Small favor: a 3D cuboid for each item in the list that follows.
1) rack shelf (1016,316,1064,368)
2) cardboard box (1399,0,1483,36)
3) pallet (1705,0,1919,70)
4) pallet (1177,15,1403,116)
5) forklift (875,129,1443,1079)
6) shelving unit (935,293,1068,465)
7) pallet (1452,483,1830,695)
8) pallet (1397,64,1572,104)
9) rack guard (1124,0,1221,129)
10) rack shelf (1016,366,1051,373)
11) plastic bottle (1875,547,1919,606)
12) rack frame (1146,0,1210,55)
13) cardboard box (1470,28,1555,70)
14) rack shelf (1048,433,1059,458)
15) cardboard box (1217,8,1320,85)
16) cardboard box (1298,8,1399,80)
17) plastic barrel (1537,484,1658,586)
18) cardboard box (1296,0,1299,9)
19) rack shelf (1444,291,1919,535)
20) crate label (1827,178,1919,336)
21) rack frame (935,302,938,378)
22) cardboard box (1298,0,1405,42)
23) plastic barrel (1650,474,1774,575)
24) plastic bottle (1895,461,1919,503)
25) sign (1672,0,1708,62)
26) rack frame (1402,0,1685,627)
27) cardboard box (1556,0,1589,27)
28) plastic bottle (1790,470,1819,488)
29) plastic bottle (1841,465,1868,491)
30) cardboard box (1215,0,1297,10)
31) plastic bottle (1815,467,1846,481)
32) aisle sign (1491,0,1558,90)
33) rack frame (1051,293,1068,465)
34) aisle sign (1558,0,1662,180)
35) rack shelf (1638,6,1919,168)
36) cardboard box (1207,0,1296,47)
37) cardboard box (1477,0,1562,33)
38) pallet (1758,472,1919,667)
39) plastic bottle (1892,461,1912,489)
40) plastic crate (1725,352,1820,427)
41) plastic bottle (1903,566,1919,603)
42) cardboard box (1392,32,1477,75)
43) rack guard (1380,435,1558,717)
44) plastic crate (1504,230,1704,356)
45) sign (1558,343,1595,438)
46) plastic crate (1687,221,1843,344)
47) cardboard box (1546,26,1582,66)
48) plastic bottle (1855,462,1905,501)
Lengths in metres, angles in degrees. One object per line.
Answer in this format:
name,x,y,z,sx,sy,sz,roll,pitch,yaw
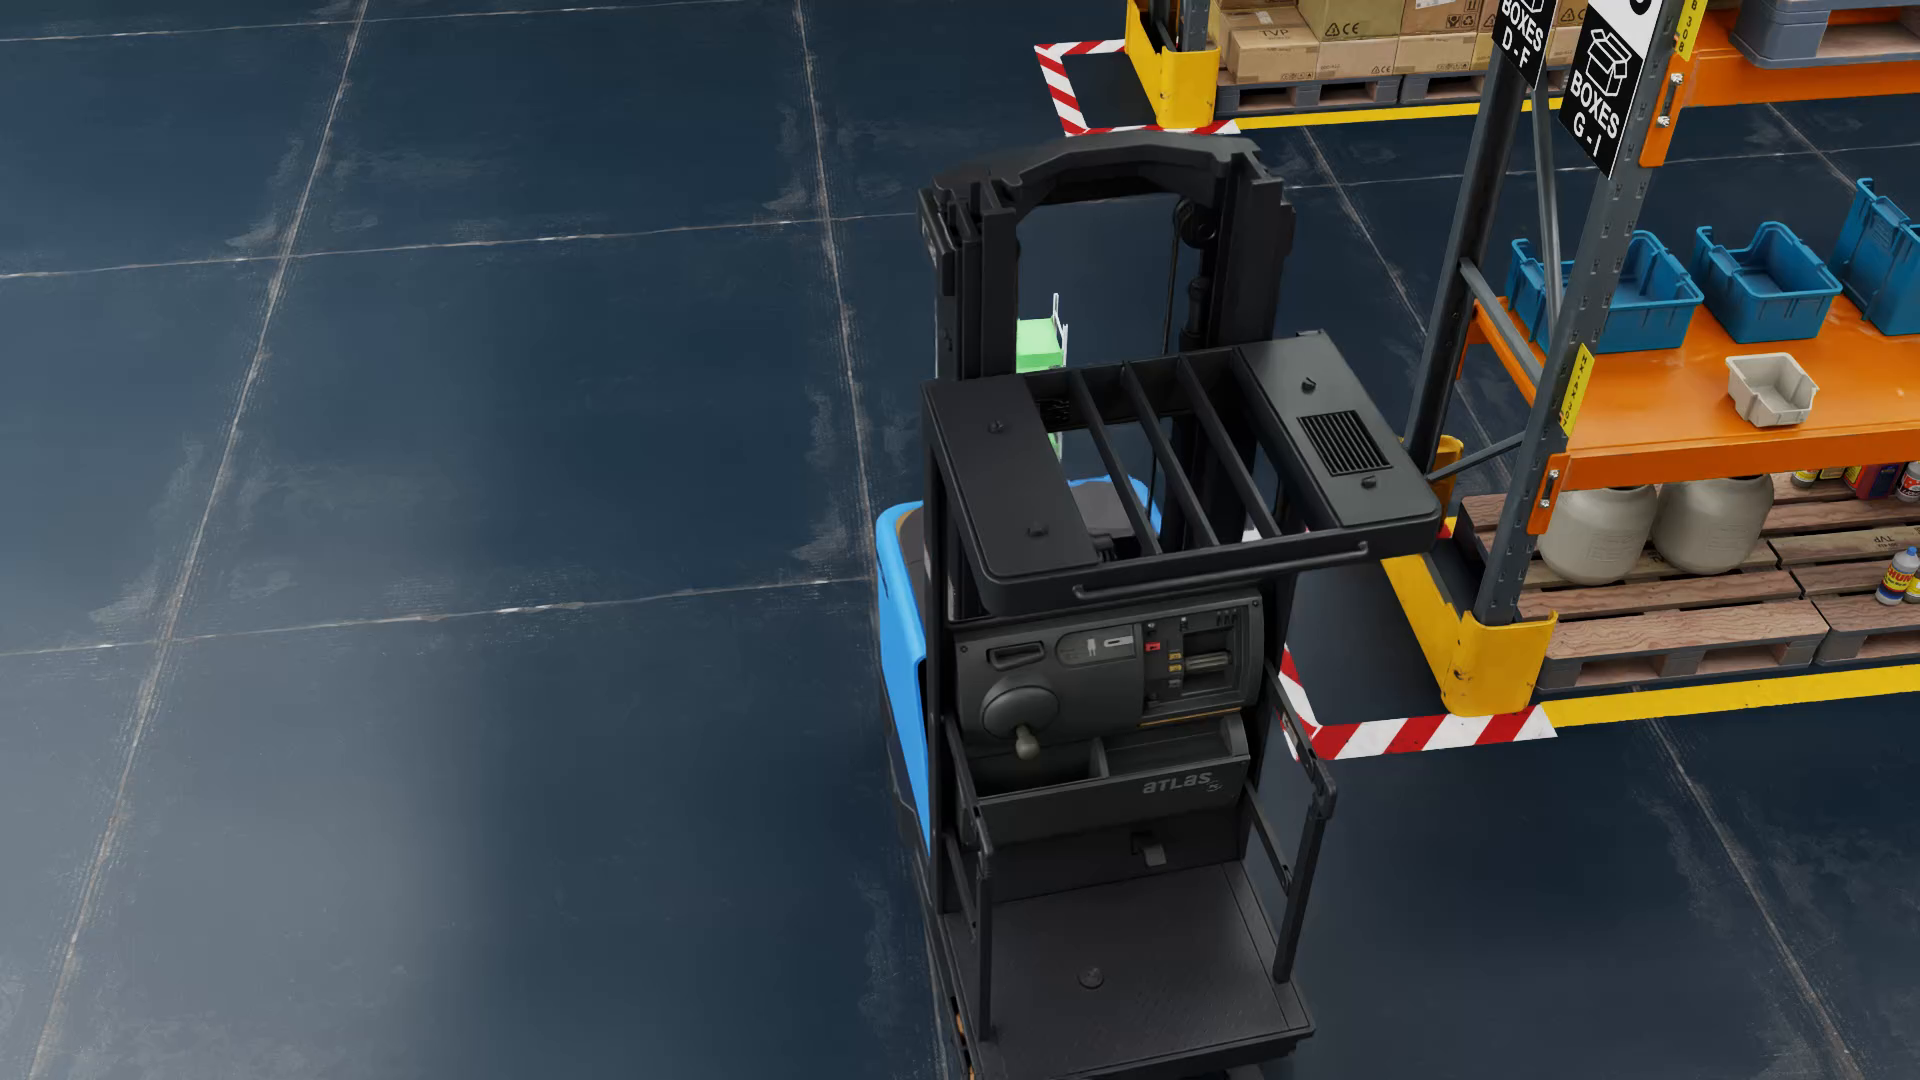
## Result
rack shelf,0.164,-0.769,6.800,0.480,0.148,0.258,-5,42,-6
cardboard box,2.908,-3.461,10.242,0.500,0.500,0.500,-5,42,-6
pallet,2.829,-1.813,5.137,1.213,0.211,1.003,-5,42,-6
pallet,2.111,-3.111,10.756,1.213,0.211,1.003,-5,42,-6
forklift,0.495,0.483,4.742,1.130,2.935,3.031,-8,43,-9
shelving unit,0.164,-0.460,7.079,0.503,1.200,0.258,-5,42,-6
pallet,2.872,0.169,7.121,1.213,0.211,1.003,-5,42,-6
pallet,3.318,-3.215,10.871,1.213,0.211,1.003,-5,42,-6
rack guard,1.334,-3.122,10.553,0.348,0.500,1.175,-5,42,-6
rack shelf,0.164,-0.591,6.961,0.480,0.148,0.258,-5,42,-6
plastic bottle,3.835,0.137,6.782,0.097,0.271,0.097,0,42,0
rack frame,1.358,-4.052,9.718,0.127,3.000,1.000,-5,42,-6
cardboard box,3.406,-3.215,10.529,0.500,0.250,0.500,-5,42,-6
rack shelf,0.164,-0.412,7.122,0.480,0.148,0.258,-5,42,-6
cardboard box,1.918,-3.086,10.386,0.500,0.250,0.500,-5,42,-6
cardboard box,2.414,-3.132,10.437,0.500,0.250,0.500,-5,42,-6
plastic barrel,2.639,-0.102,6.883,0.421,0.512,0.421,0,42,0
cardboard box,2.345,-3.481,10.824,0.500,0.250,0.500,-5,42,-6
rack shelf,3.979,-0.669,6.504,4.000,0.370,1.077,-5,42,-6
crate label,3.786,-1.115,6.435,0.616,0.435,0.502,-5,42,-6
rack frame,-0.078,-0.439,7.056,0.015,1.200,0.240,-5,42,-6
cardboard box,2.414,-3.409,10.185,0.500,0.500,0.500,-5,42,-6
plastic barrel,3.136,-0.146,6.931,0.421,0.512,0.421,0,42,0
plastic bottle,4.186,-0.272,7.287,0.097,0.201,0.097,0,42,0
sign,2.063,-1.514,4.657,0.005,0.325,0.100,-5,42,-6
rack frame,1.996,-0.762,6.071,0.127,3.000,1.000,-5,42,-6
cardboard box,3.900,-3.546,10.336,0.500,0.500,0.500,-5,42,-6
plastic bottle,3.761,-0.337,7.360,0.097,0.201,0.097,0,42,0
plastic bottle,4.014,-0.368,7.339,0.135,0.276,0.152,-5,42,-5
cardboard box,1.851,-3.710,10.518,0.500,0.500,0.500,-5,42,-6
plastic bottle,3.874,-0.390,7.357,0.133,0.283,0.061,-4,42,-4
aisle sign,1.886,-1.918,5.412,0.004,0.787,0.394,-5,42,-6
rack frame,0.406,-0.481,7.103,0.015,1.200,0.240,-5,42,-6
aisle sign,1.963,-1.527,4.977,0.004,0.787,0.394,-5,42,-6
rack shelf,3.979,-1.783,5.499,4.000,0.370,1.077,-5,42,-6
cardboard box,1.851,-3.430,10.767,0.500,0.250,0.500,-5,42,-6
cardboard box,3.406,-3.493,10.277,0.500,0.500,0.500,-5,42,-6
pallet,4.079,0.065,7.236,1.213,0.211,1.003,-5,42,-6
plastic bottle,4.152,-0.380,7.352,0.135,0.276,0.152,-6,42,-7
plastic crate,2.925,-0.528,6.008,0.250,0.136,0.298,-5,42,-6
plastic bottle,3.937,0.154,6.815,0.097,0.201,0.097,0,42,0
cardboard box,2.910,-3.175,10.485,0.500,0.250,0.500,-5,42,-6
rack guard,2.066,0.128,6.950,0.348,0.500,1.175,-5,42,-6
plastic crate,2.454,-0.949,6.389,0.616,0.251,0.499,-5,42,-6
sign,2.063,-0.499,5.572,0.005,0.325,0.100,-5,42,-6
plastic crate,3.098,-1.002,6.447,0.408,0.251,0.499,-5,42,-6
cardboard box,3.902,-3.259,10.578,0.500,0.250,0.500,-5,42,-6
plastic bottle,4.028,-0.300,7.258,0.133,0.283,0.061,-5,42,-6
